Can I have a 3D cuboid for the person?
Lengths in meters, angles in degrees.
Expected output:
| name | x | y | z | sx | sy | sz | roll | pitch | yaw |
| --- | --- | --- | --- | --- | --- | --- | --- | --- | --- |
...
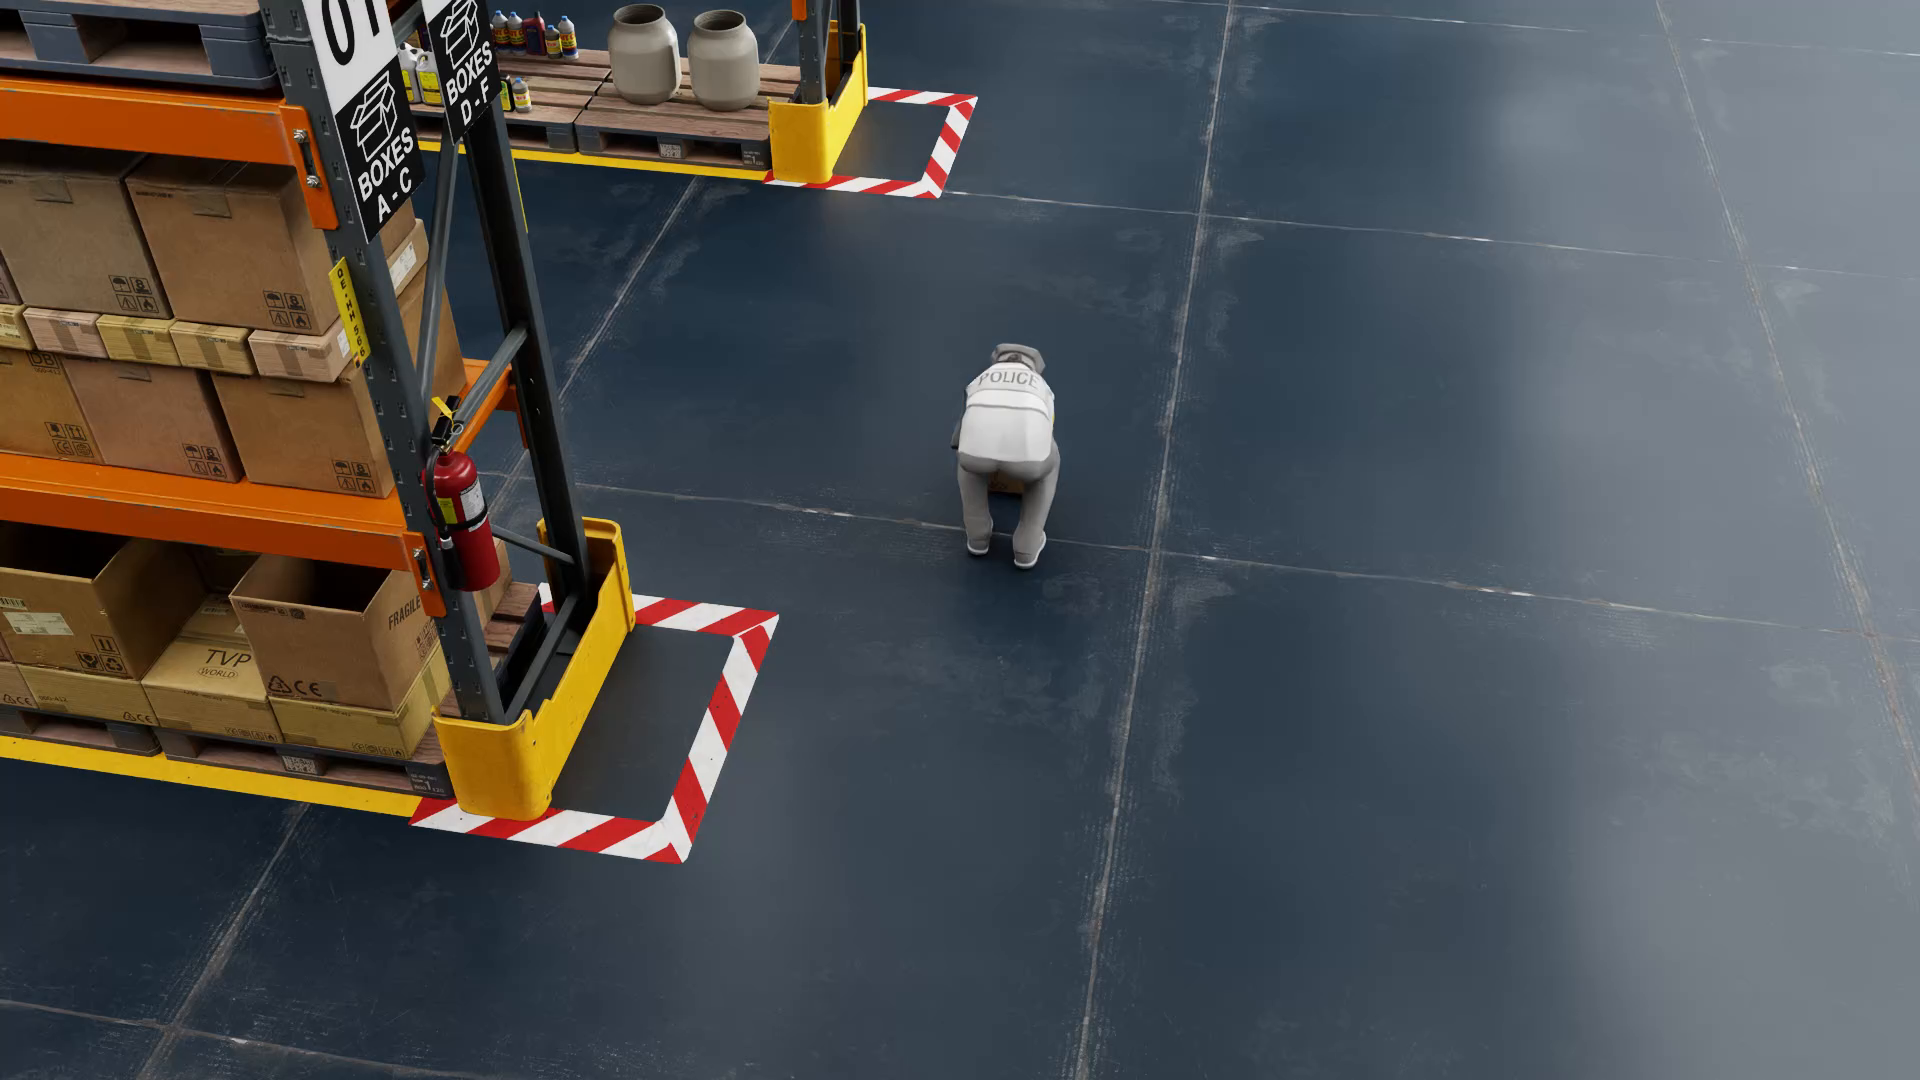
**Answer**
| name | x | y | z | sx | sy | sz | roll | pitch | yaw |
| --- | --- | --- | --- | --- | --- | --- | --- | --- | --- |
| person | 0.210 | -0.397 | 7.228 | 0.456 | 0.868 | 0.905 | 5 | 41 | 6 |
